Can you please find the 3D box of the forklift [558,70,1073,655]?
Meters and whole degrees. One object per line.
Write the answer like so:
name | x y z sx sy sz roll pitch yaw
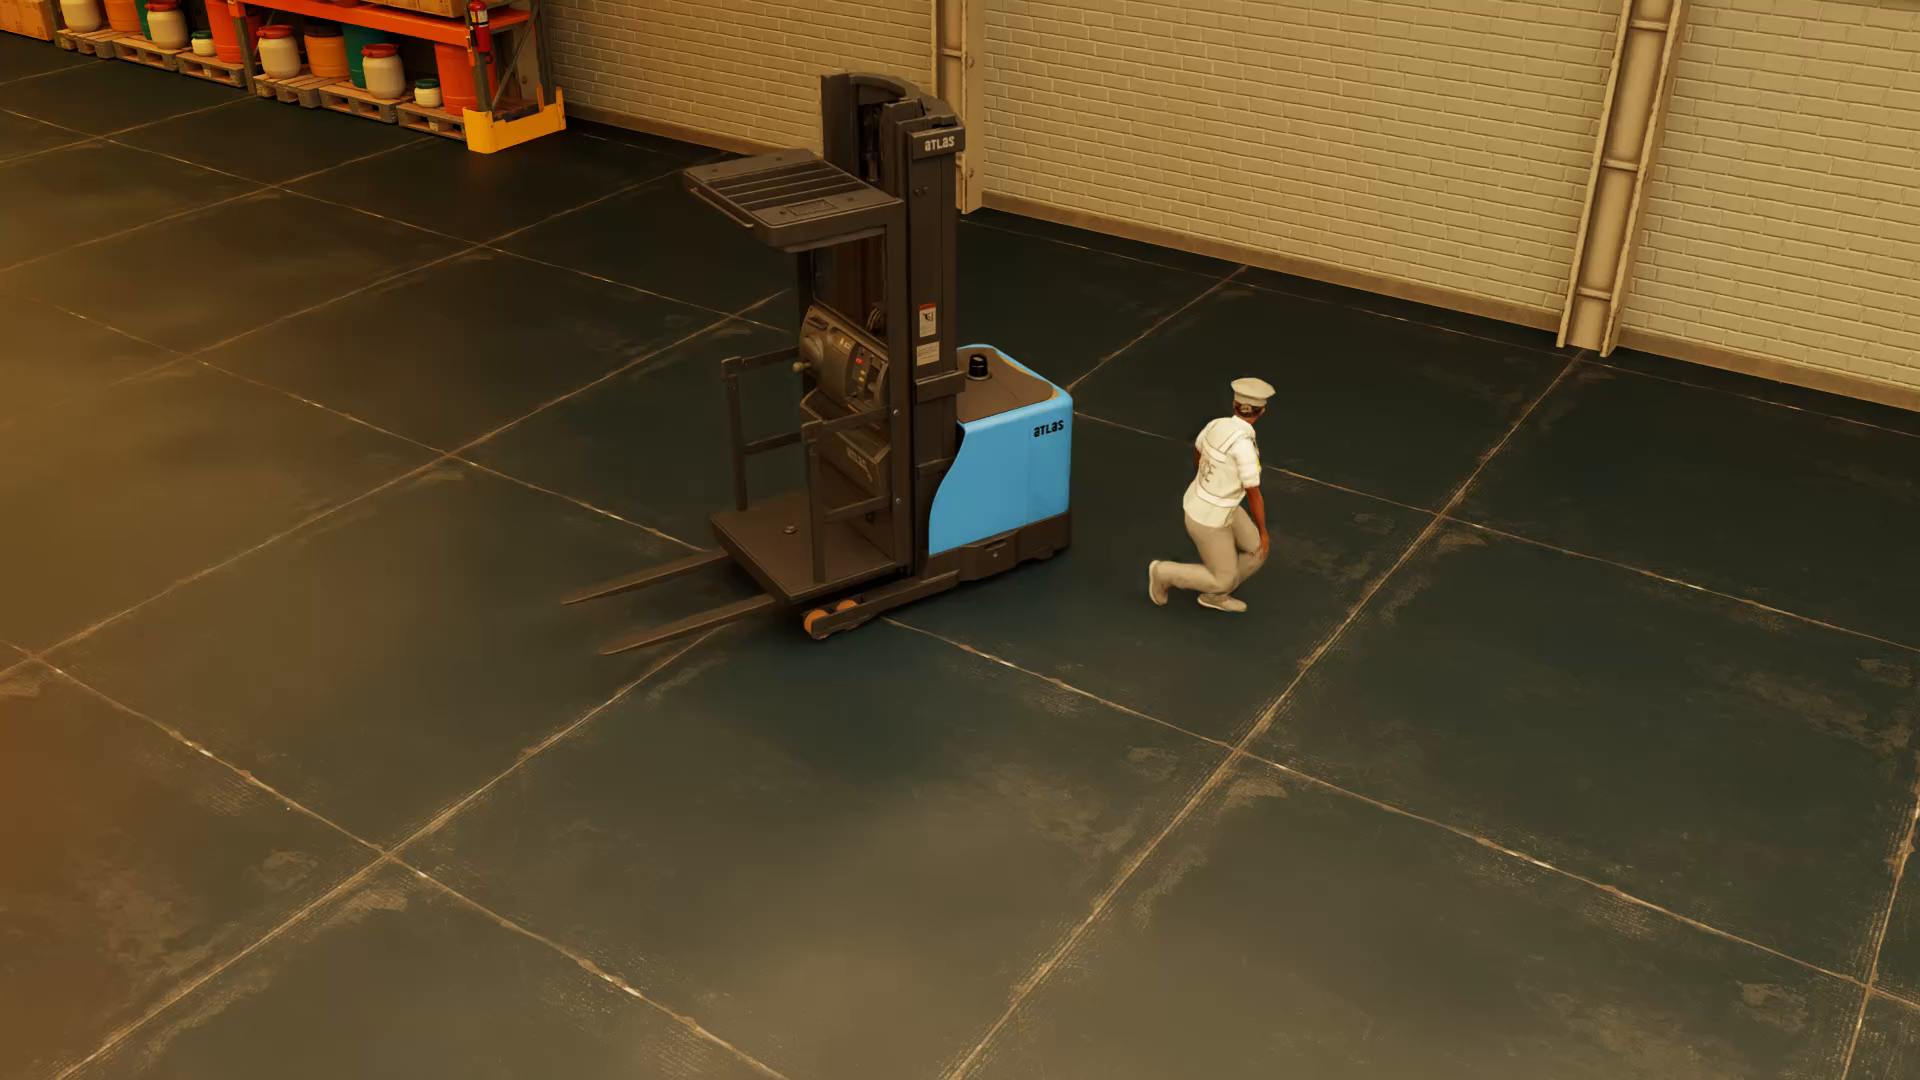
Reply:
forklift | -0.834 -1.002 9.307 3.031 2.935 1.130 -18 35 -28

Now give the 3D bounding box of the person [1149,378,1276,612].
person | 1.450 -0.229 9.491 0.681 1.451 0.610 5 31 8
